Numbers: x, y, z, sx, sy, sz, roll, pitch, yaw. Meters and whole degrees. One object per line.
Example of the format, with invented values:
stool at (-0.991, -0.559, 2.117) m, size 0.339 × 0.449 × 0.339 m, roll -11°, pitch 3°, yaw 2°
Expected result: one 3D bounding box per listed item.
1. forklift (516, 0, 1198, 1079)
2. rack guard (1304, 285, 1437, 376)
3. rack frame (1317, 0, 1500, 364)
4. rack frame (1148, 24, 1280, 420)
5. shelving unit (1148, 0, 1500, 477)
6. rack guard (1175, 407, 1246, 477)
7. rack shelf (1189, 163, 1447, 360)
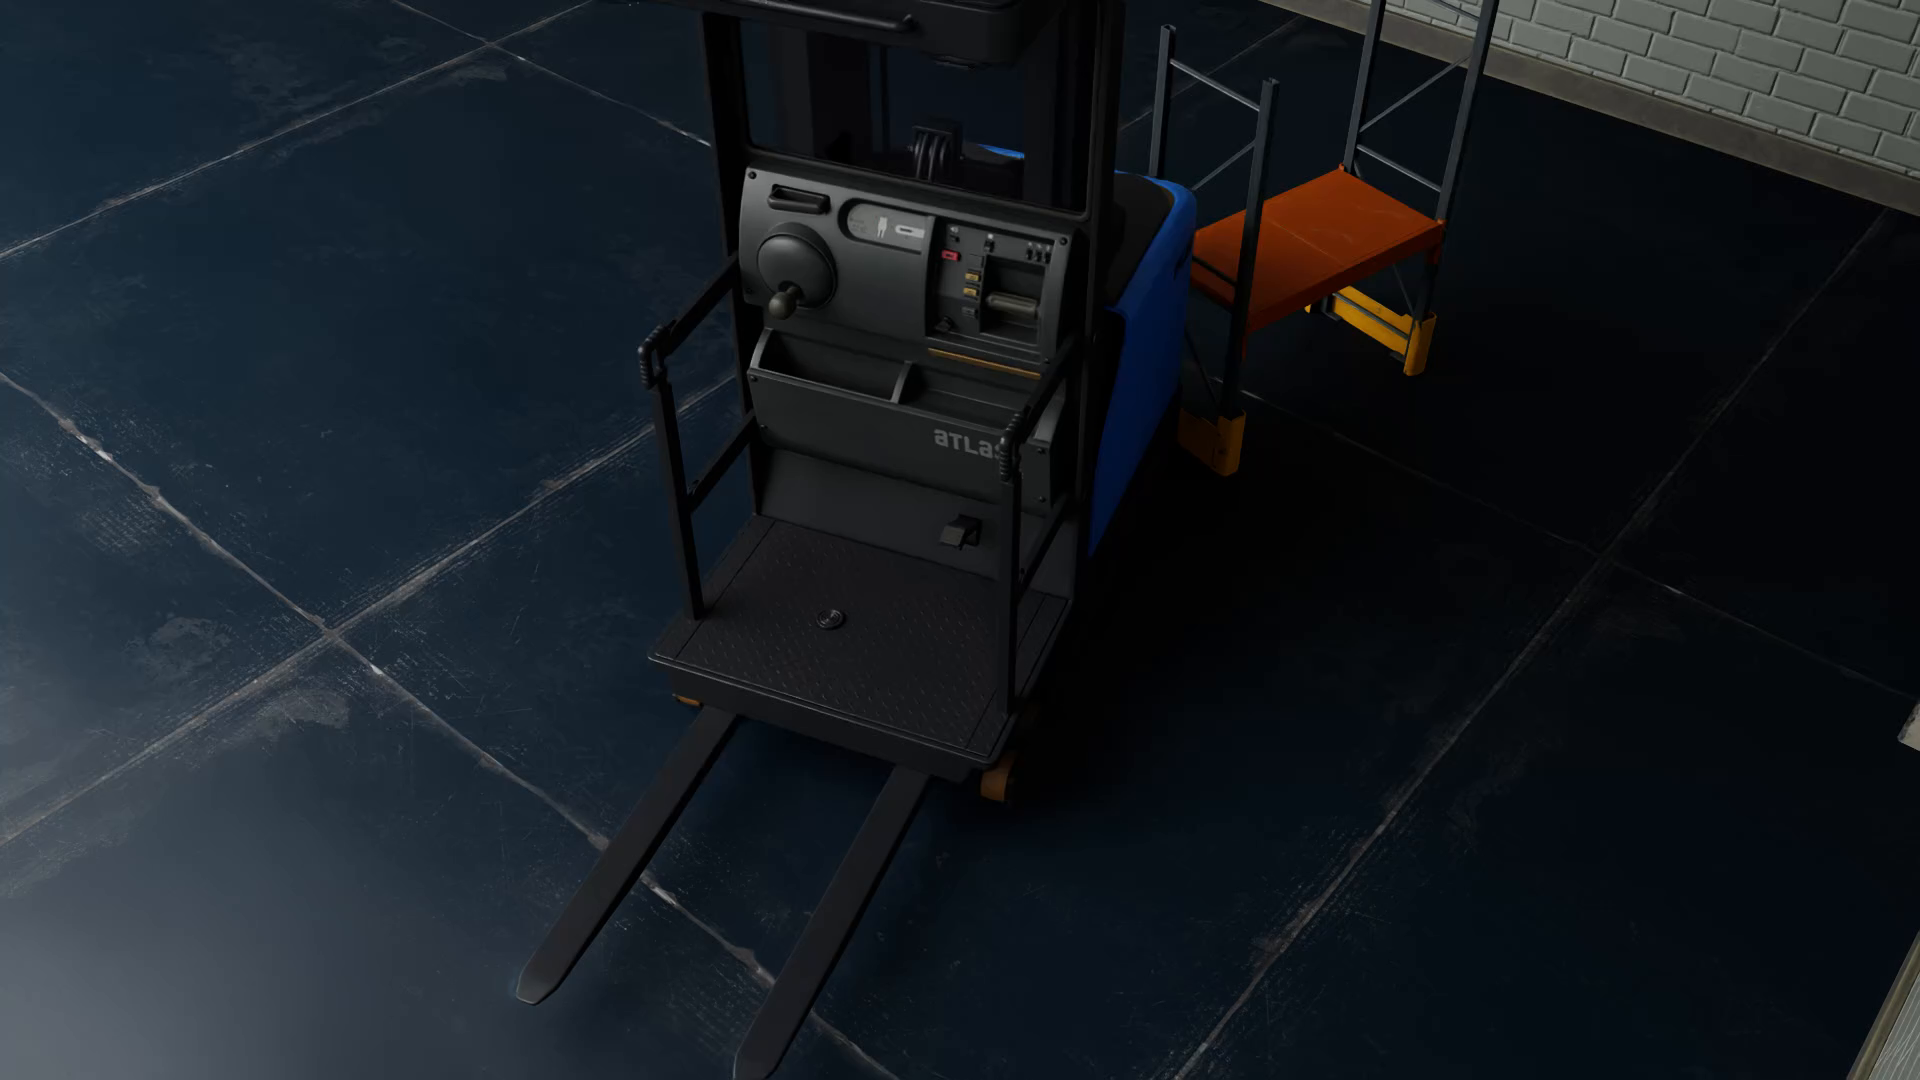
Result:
forklift at (-0.234, -0.642, 4.249) m, size 1.130 × 2.935 × 3.031 m, roll 15°, pitch 44°, yaw 16°
rack guard at (1.599, -0.893, 6.517) m, size 0.087 × 0.250 × 0.587 m, roll -27°, pitch 49°, yaw -26°
rack frame at (1.614, -1.363, 6.105) m, size 0.032 × 1.500 × 0.500 m, roll -27°, pitch 49°, yaw -26°
rack frame at (0.802, -0.951, 5.653) m, size 0.032 × 1.500 × 0.500 m, roll -27°, pitch 49°, yaw -26°
shelving unit at (1.201, -1.153, 5.875) m, size 1.083 × 1.500 × 0.587 m, roll -27°, pitch 49°, yaw -26°
rack guard at (0.803, -0.489, 6.074) m, size 0.087 × 0.250 × 0.587 m, roll -27°, pitch 49°, yaw -26°
rack shelf at (1.208, -1.024, 6.000) m, size 1.000 × 0.185 × 0.538 m, roll -27°, pitch 49°, yaw -26°
